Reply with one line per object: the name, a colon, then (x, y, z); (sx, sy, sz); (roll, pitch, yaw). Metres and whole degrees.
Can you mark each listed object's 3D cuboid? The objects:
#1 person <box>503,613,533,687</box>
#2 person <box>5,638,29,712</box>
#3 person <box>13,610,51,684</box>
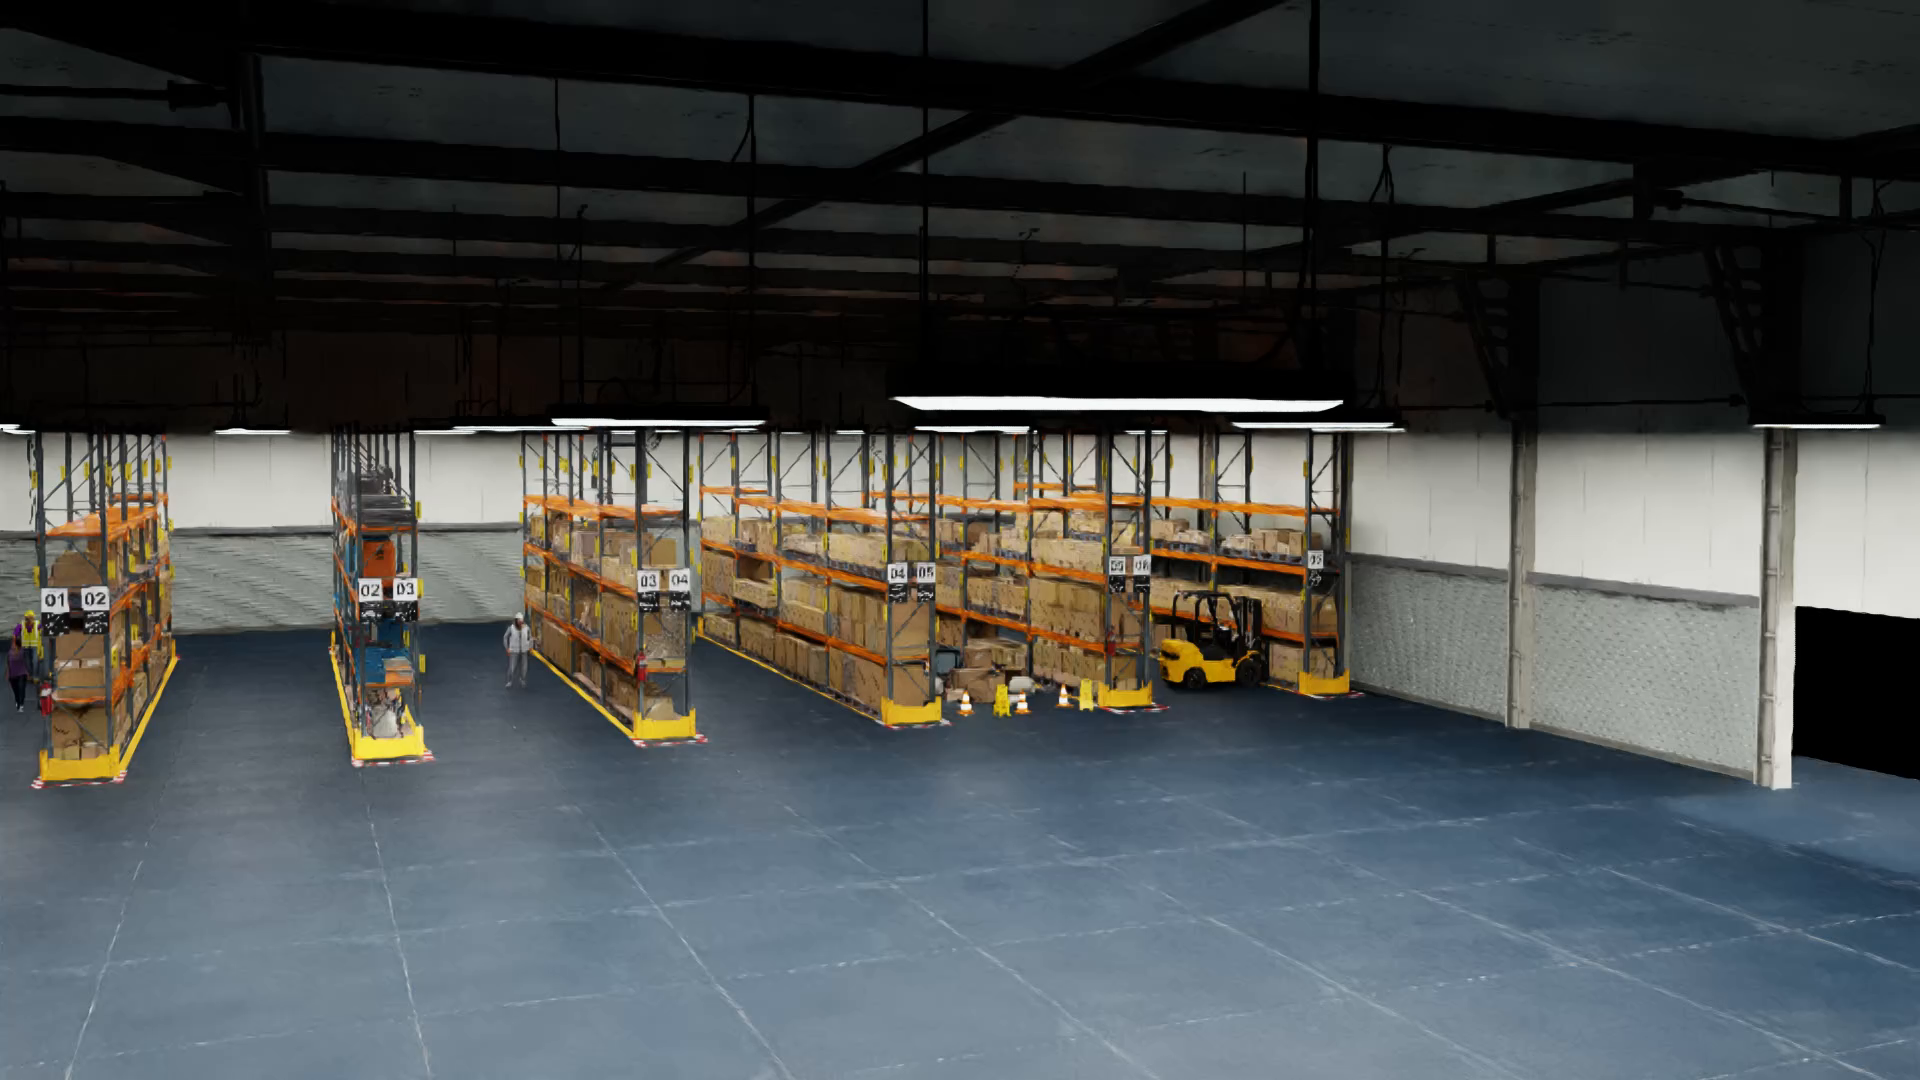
person: (-10.042, 2.505, 37.829); (0.677, 1.725, 0.574); (-2, 4, -24)
person: (-19.616, 2.789, 34.570); (0.417, 1.517, 1.037); (-1, 4, -20)
person: (-21.564, 2.458, 38.622); (0.734, 1.697, 0.856); (-1, 4, -17)
